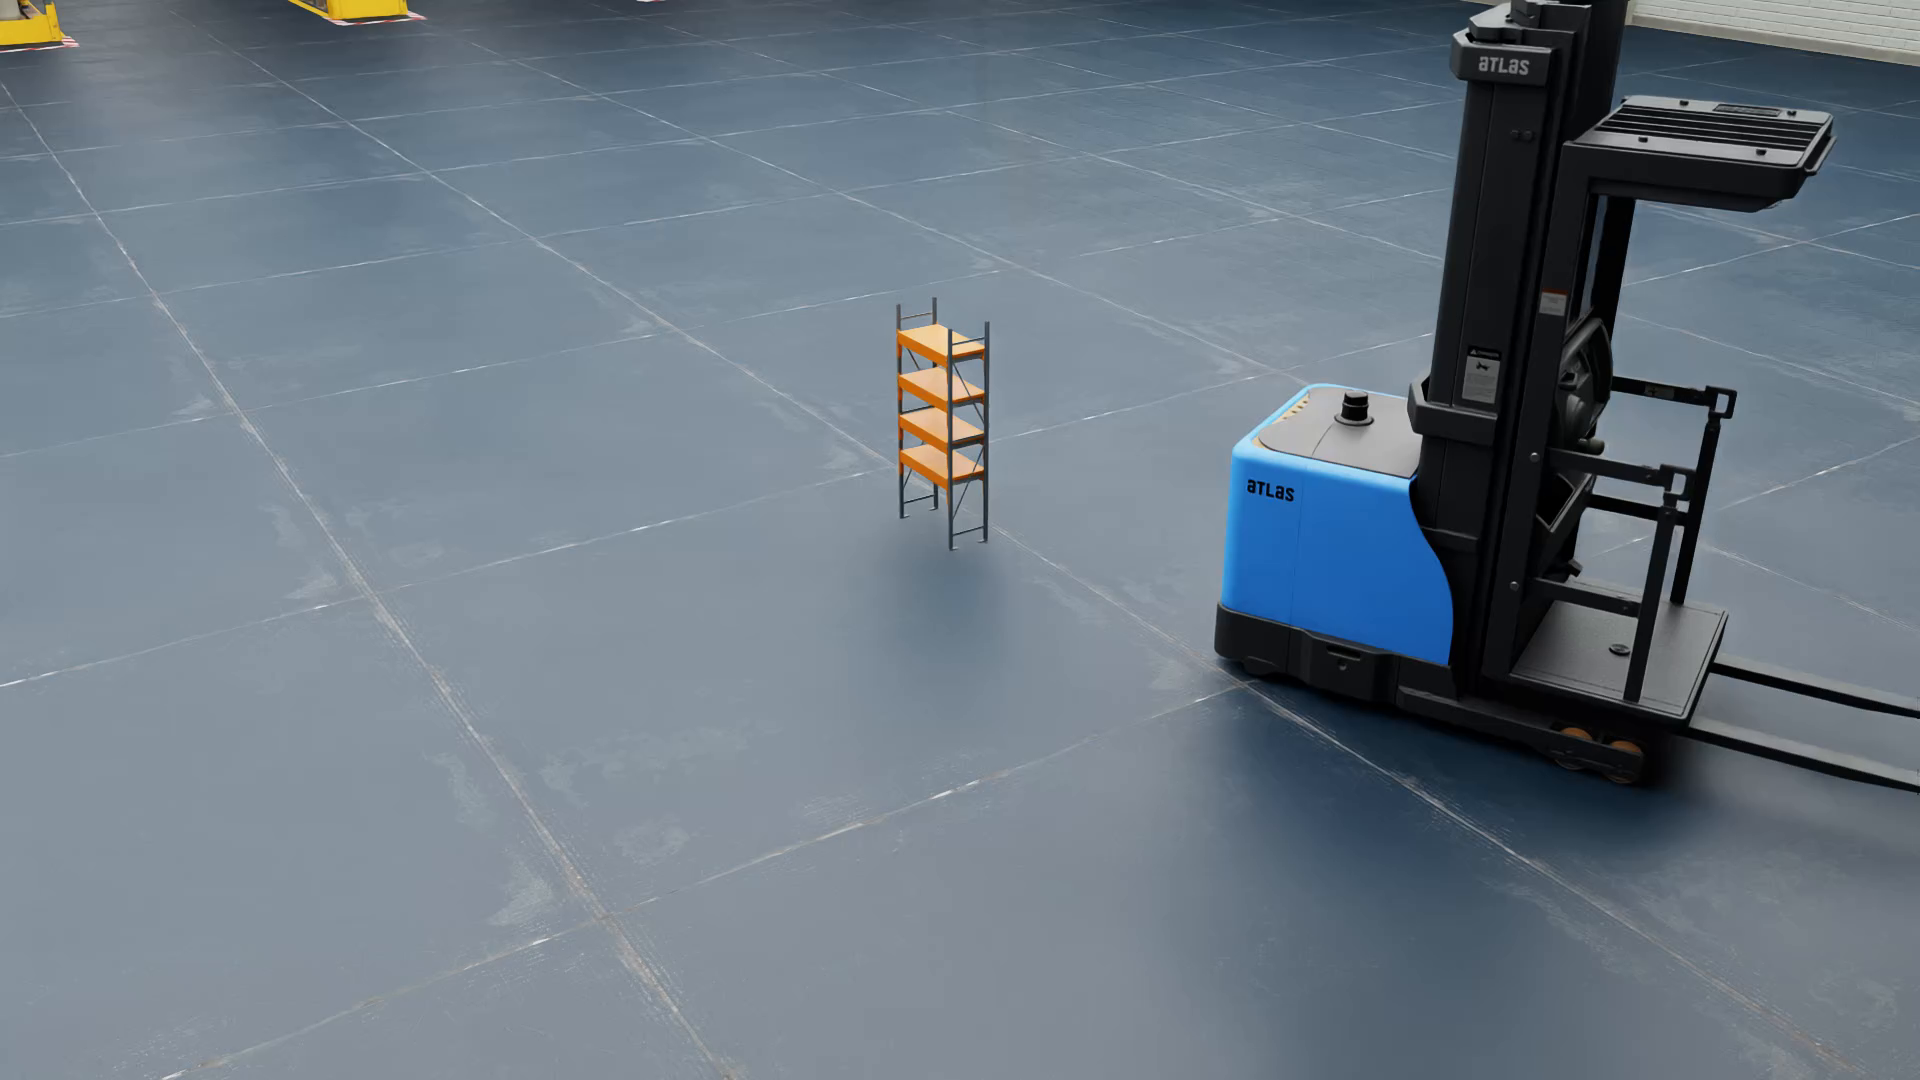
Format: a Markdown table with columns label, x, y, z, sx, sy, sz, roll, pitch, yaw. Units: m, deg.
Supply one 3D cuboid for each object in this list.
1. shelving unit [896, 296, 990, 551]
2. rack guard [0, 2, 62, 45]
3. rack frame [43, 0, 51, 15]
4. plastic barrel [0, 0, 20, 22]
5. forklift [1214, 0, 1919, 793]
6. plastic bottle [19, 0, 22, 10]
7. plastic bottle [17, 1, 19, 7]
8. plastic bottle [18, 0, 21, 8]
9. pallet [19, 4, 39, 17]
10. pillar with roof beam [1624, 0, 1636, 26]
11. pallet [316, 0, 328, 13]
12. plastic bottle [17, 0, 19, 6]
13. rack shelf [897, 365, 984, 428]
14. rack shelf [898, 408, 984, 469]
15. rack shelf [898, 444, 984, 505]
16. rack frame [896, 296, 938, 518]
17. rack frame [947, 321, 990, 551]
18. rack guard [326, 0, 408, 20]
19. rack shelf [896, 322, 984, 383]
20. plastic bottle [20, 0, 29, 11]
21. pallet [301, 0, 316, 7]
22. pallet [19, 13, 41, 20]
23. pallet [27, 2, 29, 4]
| label | x | y | z | sx | sy | sz | roll | pitch | yaw |
| --- | --- | --- | --- | --- | --- | --- | --- | --- | --- |
| shelving unit | -0.090 | -0.602 | 8.619 | 0.258 | 1.200 | 0.503 | -16 | 29 | -30 |
| rack guard | -13.561 | -7.374 | 23.784 | 1.175 | 0.500 | 0.348 | -16 | 29 | -30 |
| rack frame | -13.480 | -8.488 | 23.216 | 1.000 | 3.000 | 0.127 | -16 | 29 | -30 |
| plastic barrel | -13.904 | -7.770 | 24.119 | 0.421 | 0.512 | 0.421 | 0 | 25 | 0 |
| forklift | 2.680 | -0.607 | 6.603 | 3.031 | 2.935 | 1.130 | 14 | 29 | 28 |
| plastic bottle | -14.266 | -8.180 | 25.326 | 0.097 | 0.201 | 0.097 | 0 | 25 | 0 |
| plastic bottle | -14.505 | -8.336 | 25.658 | 0.097 | 0.201 | 0.097 | 0 | 25 | 0 |
| plastic bottle | -14.396 | -8.297 | 25.492 | 0.097 | 0.271 | 0.097 | 0 | 25 | 0 |
| pallet | -14.662 | -7.971 | 25.388 | 1.003 | 0.211 | 1.213 | -16 | 29 | -30 |
| pillar with roof beam | 6.448 | -10.986 | 21.481 | 9.100 | 9.000 | 0.400 | -16 | 29 | -30 |
| pallet | -9.786 | -8.707 | 26.947 | 1.003 | 0.211 | 1.213 | -16 | 29 | -30 |
| plastic bottle | -14.451 | -8.333 | 25.568 | 0.097 | 0.271 | 0.097 | 0 | 25 | 0 |
| rack shelf | -0.090 | -0.743 | 8.552 | 0.258 | 0.148 | 0.480 | -16 | 29 | -30 |
| rack shelf | -0.090 | -0.541 | 8.648 | 0.258 | 0.148 | 0.480 | -16 | 29 | -30 |
| rack shelf | -0.090 | -0.361 | 8.733 | 0.258 | 0.148 | 0.480 | -16 | 29 | -30 |
| rack frame | -0.224 | -0.689 | 8.804 | 0.240 | 1.200 | 0.015 | -16 | 29 | -30 |
| rack frame | 0.043 | -0.515 | 8.434 | 0.240 | 1.200 | 0.015 | -16 | 29 | -30 |
| rack guard | -9.372 | -8.539 | 26.253 | 1.175 | 0.500 | 0.348 | -16 | 29 | -30 |
| rack shelf | -0.090 | -0.957 | 8.452 | 0.258 | 0.148 | 0.480 | -16 | 29 | -30 |
| plastic bottle | -14.209 | -8.174 | 25.233 | 0.097 | 0.271 | 0.097 | 0 | 25 | 0 |
| pallet | -10.448 | -9.143 | 27.871 | 1.003 | 0.211 | 1.213 | -16 | 29 | -30 |
| pallet | -14.000 | -7.535 | 24.464 | 1.003 | 0.211 | 1.213 | -16 | 29 | -30 |
| pallet | -15.332 | -8.408 | 26.313 | 1.003 | 0.211 | 1.213 | -16 | 29 | -30 |
